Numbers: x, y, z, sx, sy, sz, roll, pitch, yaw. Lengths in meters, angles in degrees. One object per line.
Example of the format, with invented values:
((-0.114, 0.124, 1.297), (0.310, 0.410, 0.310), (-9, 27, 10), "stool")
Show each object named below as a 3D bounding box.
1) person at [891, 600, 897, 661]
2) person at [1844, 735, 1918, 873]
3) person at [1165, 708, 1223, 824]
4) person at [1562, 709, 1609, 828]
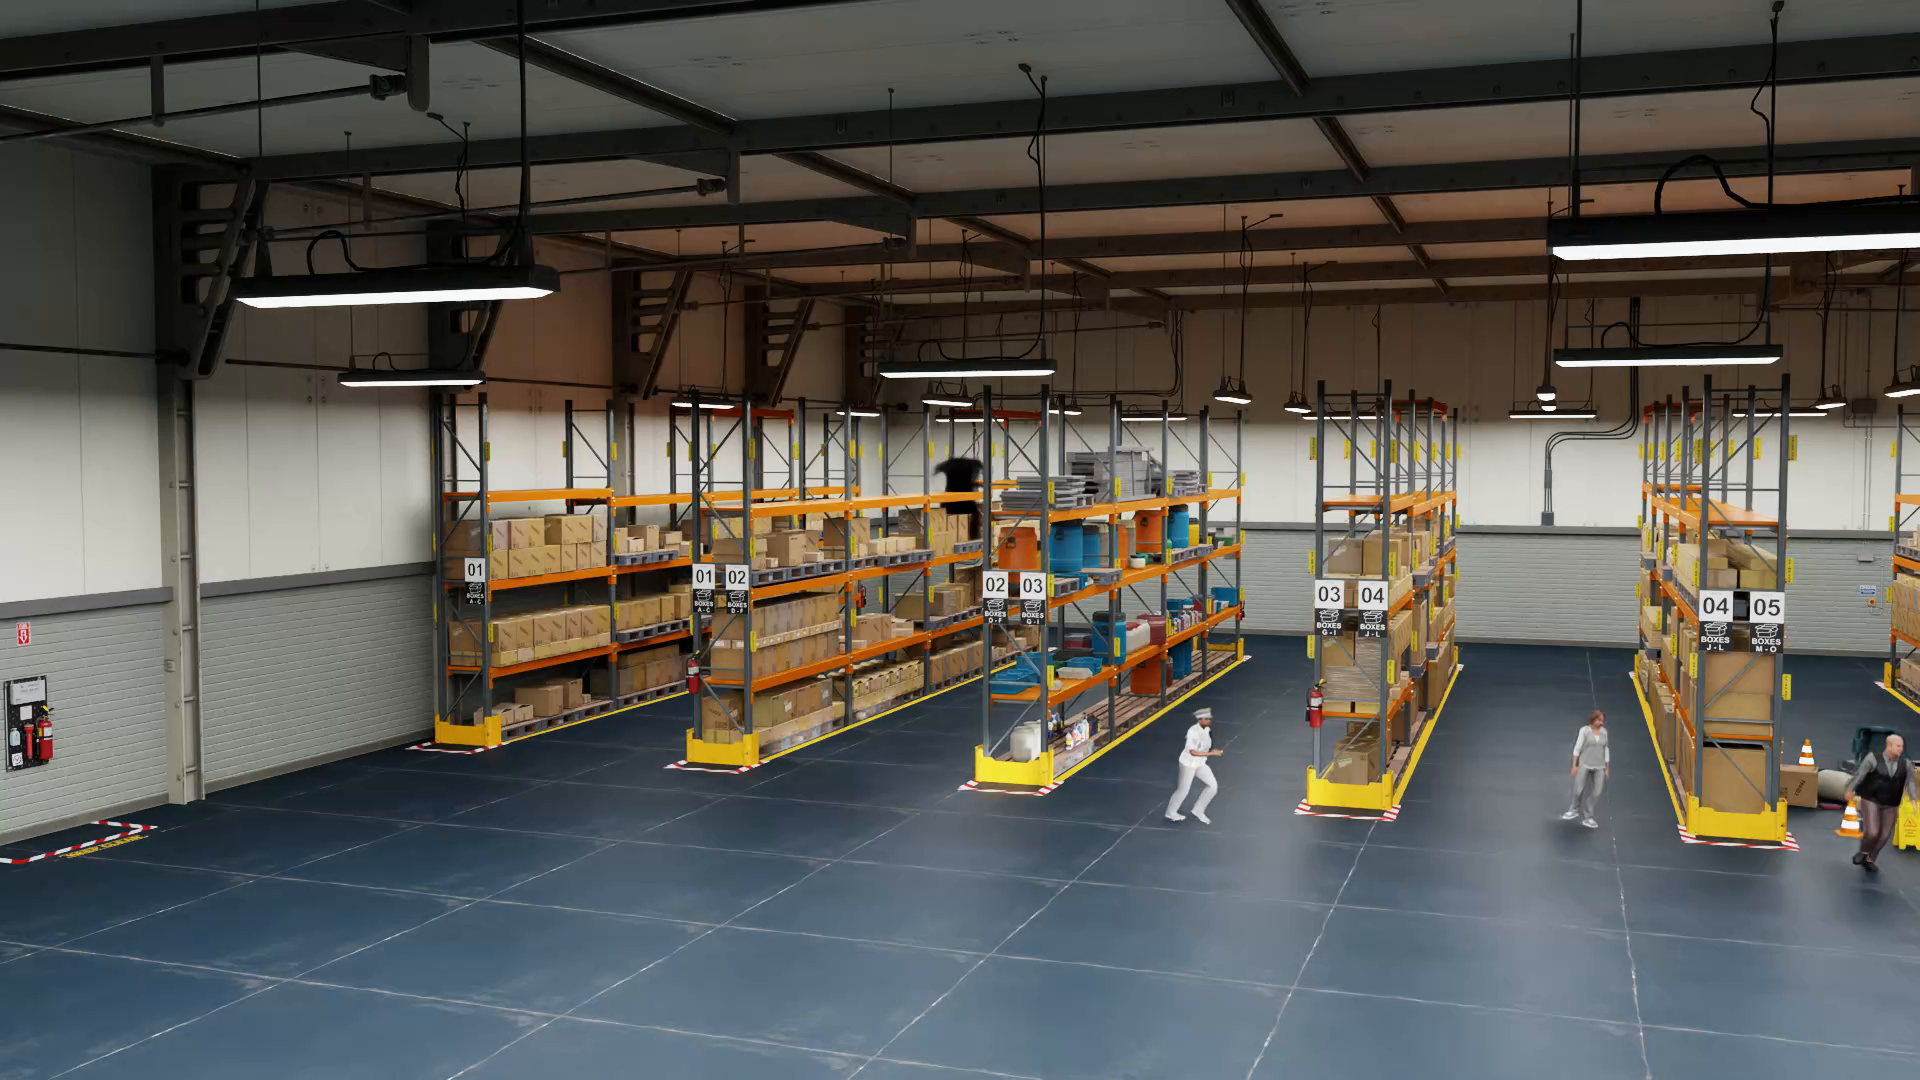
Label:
((-1.375, 2.145, 38.820), (0.541, 1.606, 0.733), (1, 3, 24), "person")
((10.933, 3.122, 19.681), (0.655, 1.685, 0.652), (0, 3, 2), "person")
((3.161, 3.015, 22.268), (0.578, 1.610, 0.916), (-3, 4, -44), "person")
((8.347, 3.030, 22.160), (0.545, 1.577, 0.450), (0, 3, -1), "person")
